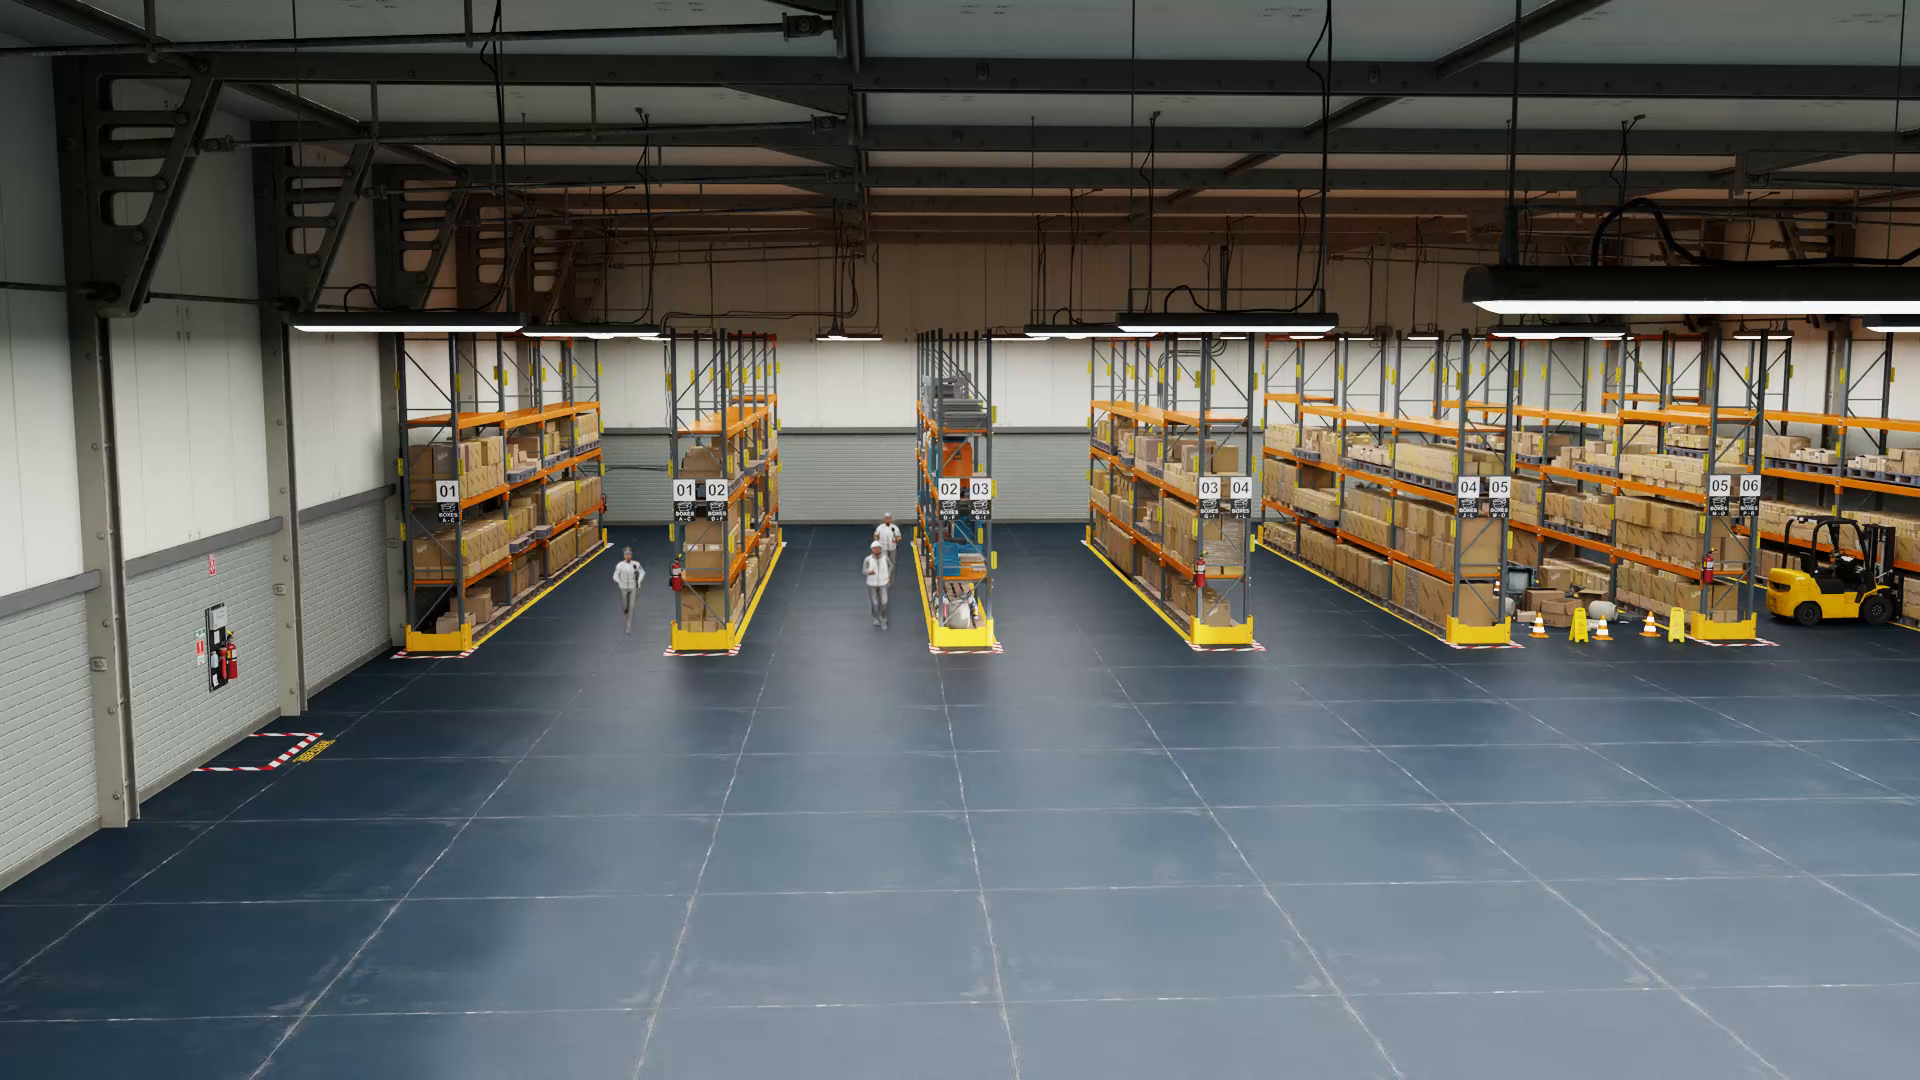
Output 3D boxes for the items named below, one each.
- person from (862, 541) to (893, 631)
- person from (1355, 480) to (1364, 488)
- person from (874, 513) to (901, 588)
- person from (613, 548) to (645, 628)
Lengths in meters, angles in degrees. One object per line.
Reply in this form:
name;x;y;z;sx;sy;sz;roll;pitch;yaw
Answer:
person;-1.651;0.920;33.411;0.635;1.821;0.755;-1;7;-5
person;11.836;-0.908;49.326;0.717;1.745;0.546;0;7;1
person;-1.619;0.240;37.270;0.620;1.673;0.747;-1;7;-6
person;-6.608;0.942;33.220;0.618;1.615;0.718;-1;7;-9
